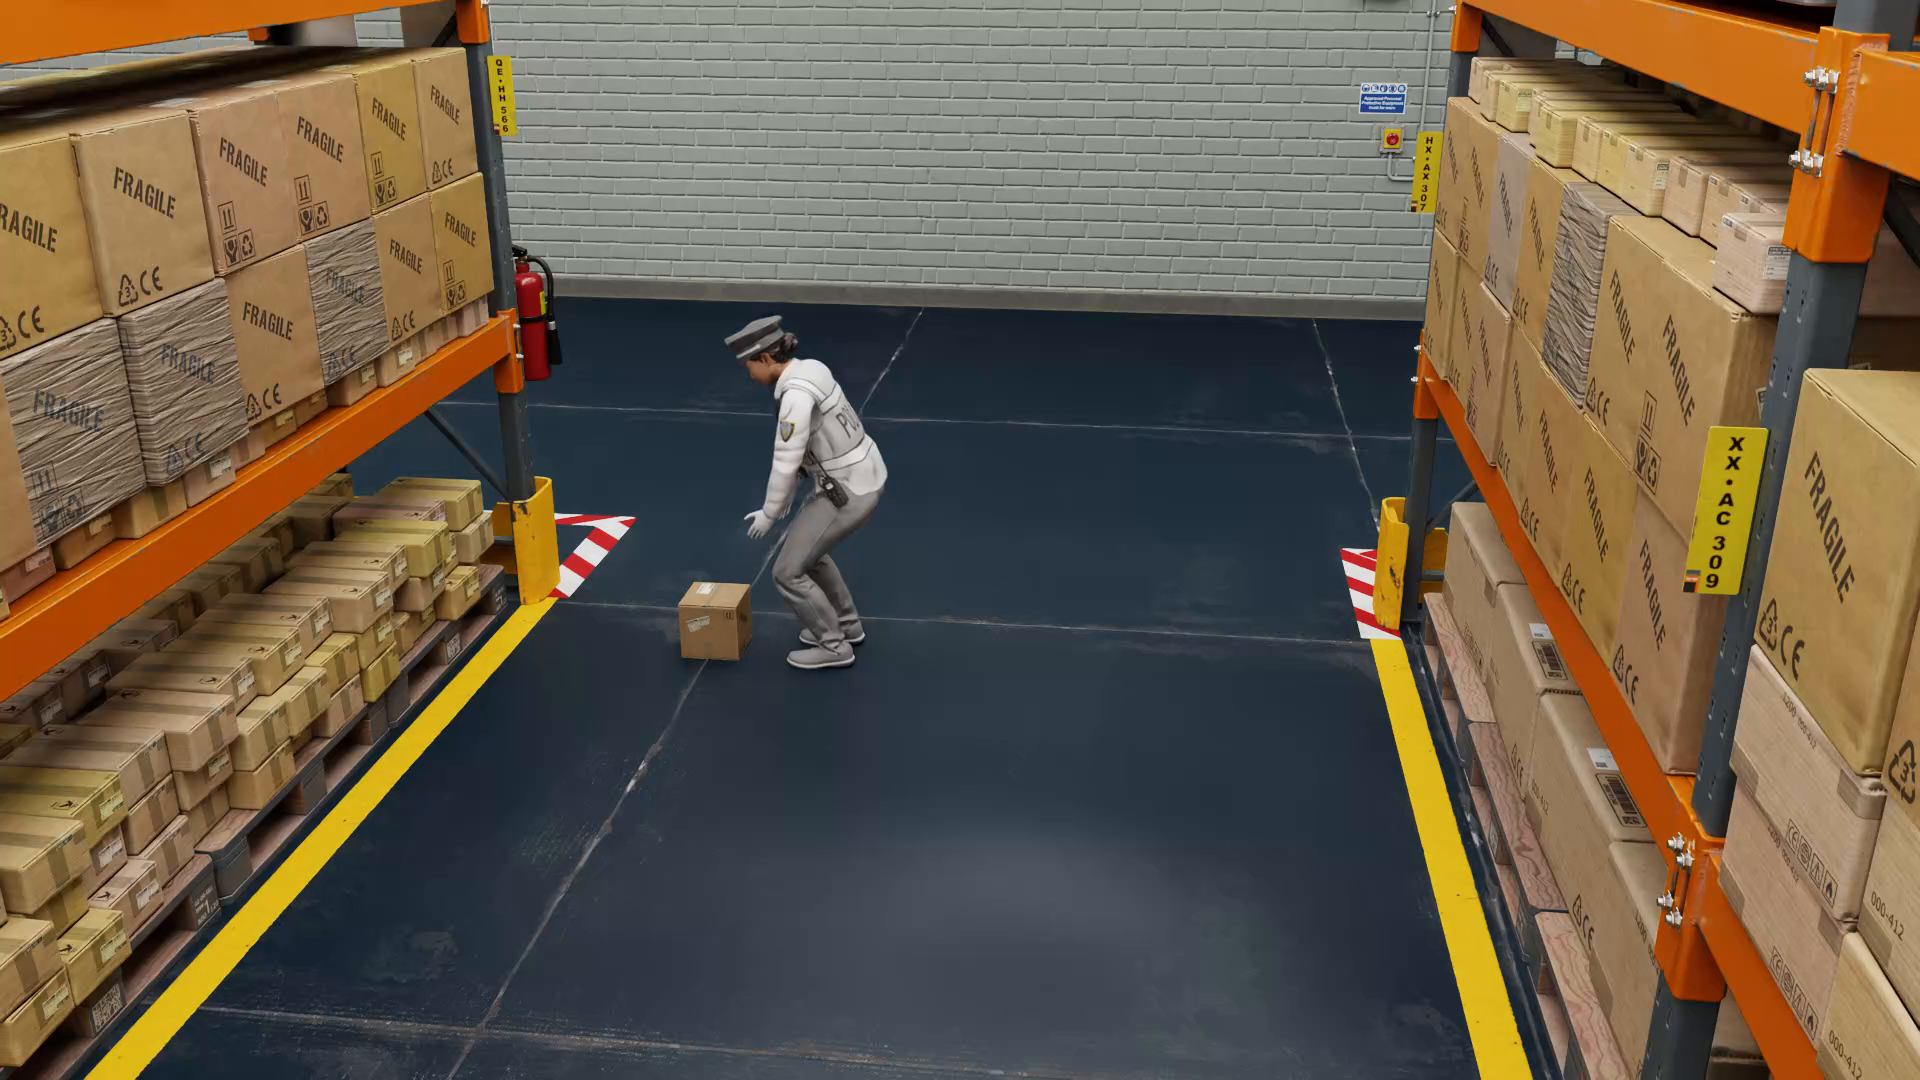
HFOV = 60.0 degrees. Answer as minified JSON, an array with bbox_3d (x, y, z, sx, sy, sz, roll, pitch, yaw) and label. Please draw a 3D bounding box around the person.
[{"bbox_3d":[-0.624,-0.189,6.839,0.634,1.479,0.531,3,21,7],"label":"person"}]
